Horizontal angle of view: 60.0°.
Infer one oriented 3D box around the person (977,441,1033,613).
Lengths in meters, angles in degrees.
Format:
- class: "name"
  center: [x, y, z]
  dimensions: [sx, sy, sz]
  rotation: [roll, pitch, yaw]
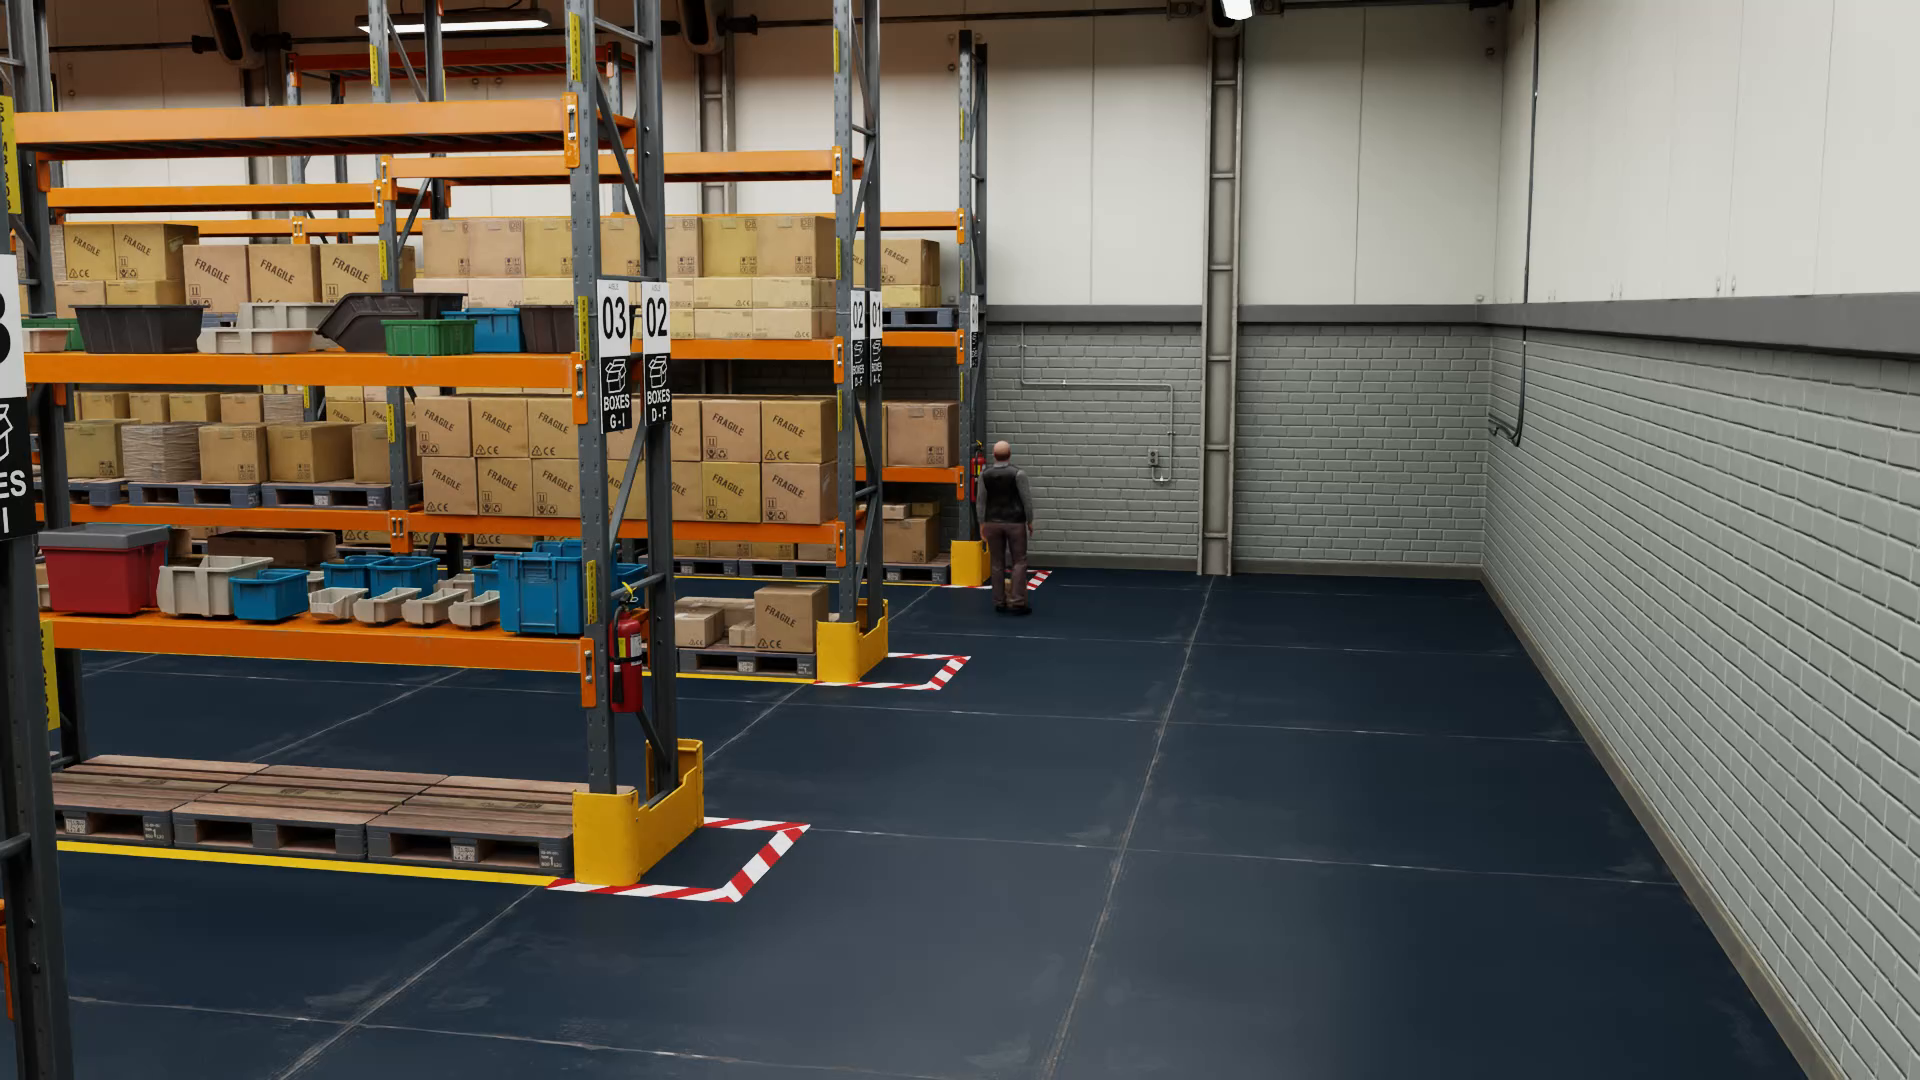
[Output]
- class: "person"
  center: [0.463, -0.131, 16.740]
  dimensions: [0.566, 1.747, 0.405]
  rotation: [2, 8, 17]
